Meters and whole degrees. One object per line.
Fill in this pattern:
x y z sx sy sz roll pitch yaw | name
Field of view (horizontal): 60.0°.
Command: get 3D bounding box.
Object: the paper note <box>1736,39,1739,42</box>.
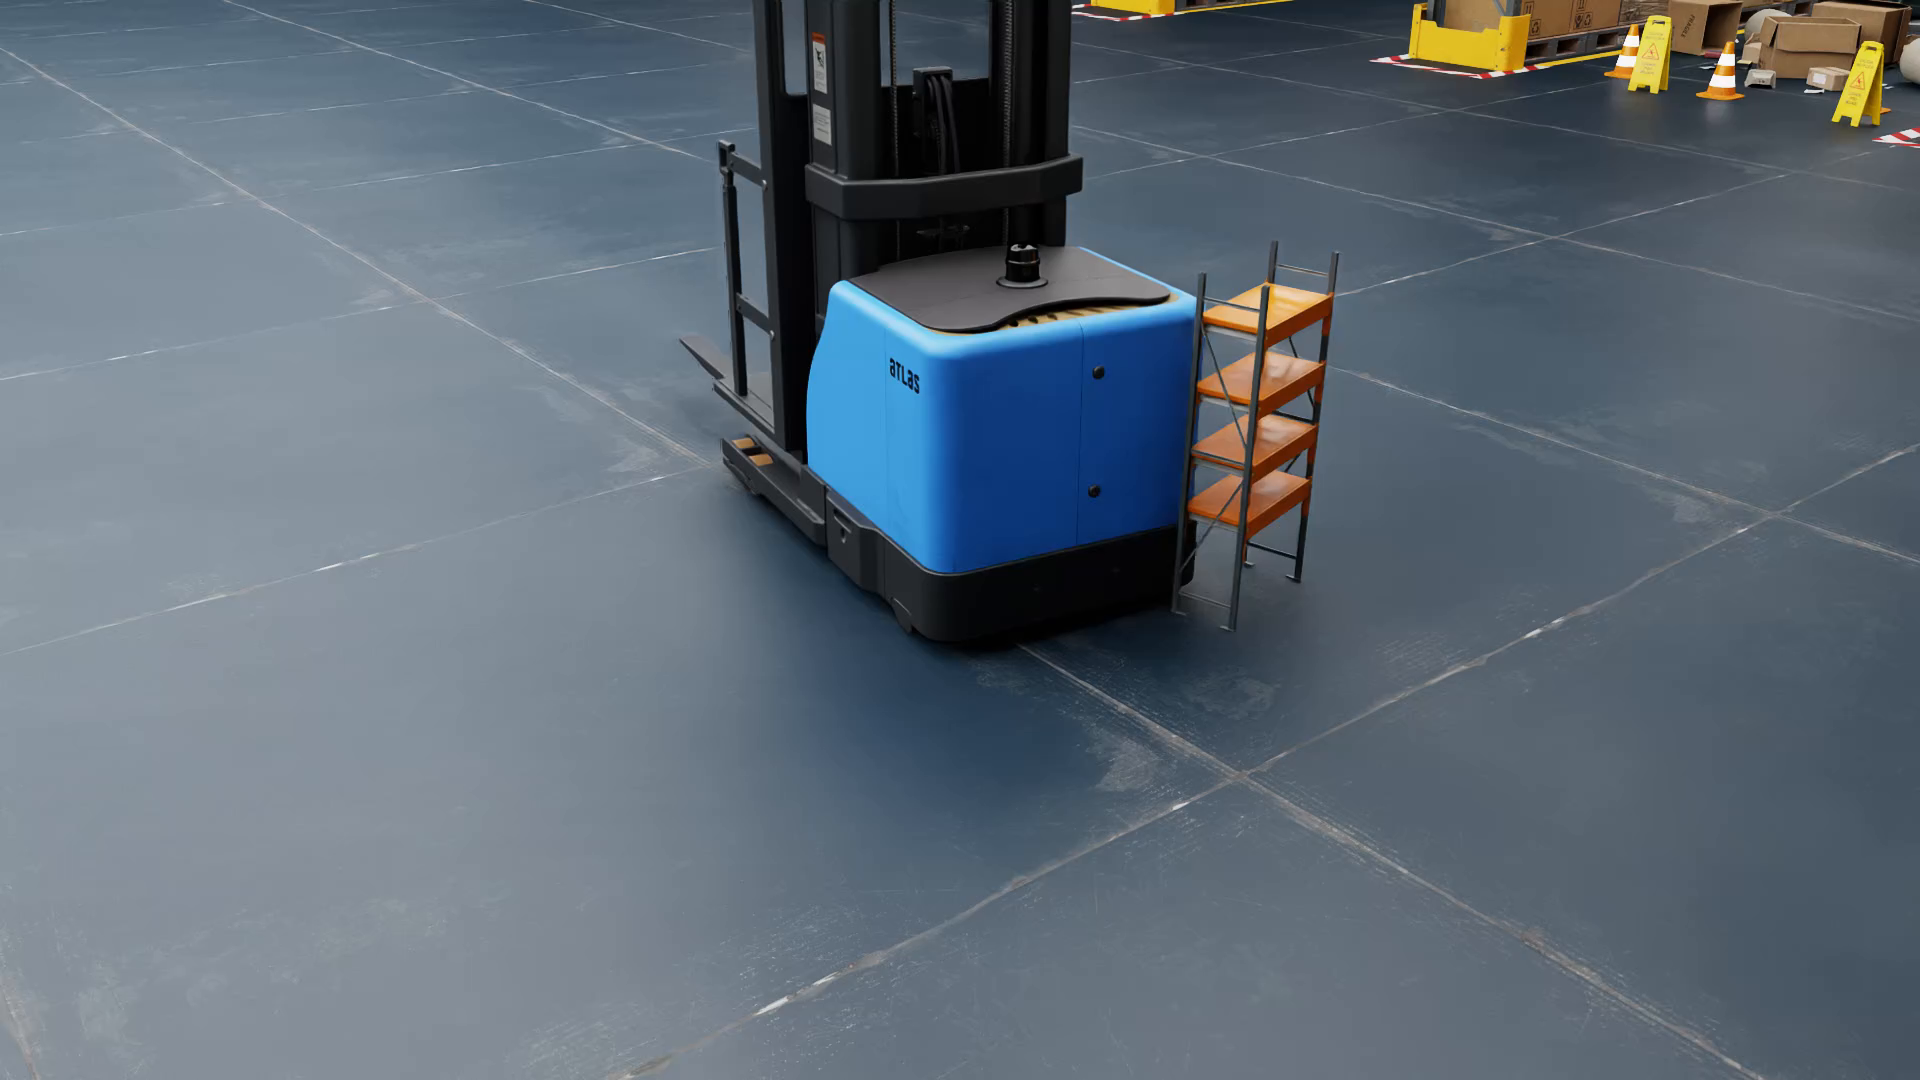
8.173 -5.294 17.620 0.147 0.020 0.142 5 25 11 | paper note

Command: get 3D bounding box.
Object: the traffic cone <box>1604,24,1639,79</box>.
6.290 -4.593 15.597 0.334 0.463 0.336 -18 31 -34 | traffic cone

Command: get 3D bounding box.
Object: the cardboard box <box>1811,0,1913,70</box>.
8.681 -4.932 16.119 0.503 0.637 0.797 -18 31 -34 | cardboard box

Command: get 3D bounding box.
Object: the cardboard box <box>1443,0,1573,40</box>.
5.489 -5.501 16.565 0.875 0.875 0.875 -18 30 -34 | cardboard box

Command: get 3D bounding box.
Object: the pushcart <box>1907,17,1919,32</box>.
9.831 -5.055 16.693 1.648 0.377 0.936 15 29 29 | pushcart

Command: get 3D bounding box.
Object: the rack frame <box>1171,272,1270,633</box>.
0.835 -0.263 5.385 0.240 1.200 0.015 19 31 32 | rack frame

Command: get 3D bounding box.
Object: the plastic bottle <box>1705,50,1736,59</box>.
7.605 -4.843 16.613 0.283 0.061 0.133 15 29 29 | plastic bottle

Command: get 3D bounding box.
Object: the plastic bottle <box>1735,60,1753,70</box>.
7.588 -4.603 16.096 0.133 0.061 0.283 15 29 29 | plastic bottle

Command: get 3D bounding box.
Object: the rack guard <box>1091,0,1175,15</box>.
2.075 -6.631 19.945 0.348 0.500 1.175 -18 31 -34 | rack guard

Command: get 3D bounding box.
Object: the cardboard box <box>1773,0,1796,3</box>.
9.338 -6.726 19.352 0.750 0.750 1.050 -18 31 -34 | cardboard box

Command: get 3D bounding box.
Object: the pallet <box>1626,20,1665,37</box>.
7.497 -5.679 18.235 1.213 0.211 1.003 -18 31 -34 | pallet

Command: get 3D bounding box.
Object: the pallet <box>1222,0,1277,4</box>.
3.695 -7.015 21.114 1.213 0.211 1.003 -18 31 -34 | pallet

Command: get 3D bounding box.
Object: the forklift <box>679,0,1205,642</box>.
-0.314 -1.585 6.184 1.130 2.935 3.031 -12 28 -25 | forklift

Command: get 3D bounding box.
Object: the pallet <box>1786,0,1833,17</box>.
9.665 -6.394 19.777 1.213 0.211 1.003 -18 31 -34 | pallet

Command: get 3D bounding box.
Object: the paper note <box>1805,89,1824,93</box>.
7.645 -4.021 14.877 0.148 0.019 0.142 15 29 29 | paper note

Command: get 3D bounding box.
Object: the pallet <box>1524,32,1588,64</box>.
5.577 -5.045 16.870 1.213 0.211 1.003 -18 31 -34 | pallet

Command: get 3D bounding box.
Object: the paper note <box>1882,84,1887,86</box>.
8.406 -4.187 15.248 0.142 0.019 0.148 -8 26 -16 | paper note

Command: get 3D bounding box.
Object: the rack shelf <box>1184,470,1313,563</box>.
0.976 -0.106 5.677 0.258 0.148 0.480 19 31 32 | rack shelf

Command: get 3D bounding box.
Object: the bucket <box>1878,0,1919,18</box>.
9.459 -5.521 16.665 0.620 0.611 0.726 2 23 -21 | bucket

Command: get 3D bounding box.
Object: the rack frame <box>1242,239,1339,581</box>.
1.126 -0.428 5.740 0.240 1.200 0.015 19 31 32 | rack frame

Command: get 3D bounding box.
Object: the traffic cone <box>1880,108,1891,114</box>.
7.672 -3.851 13.998 0.334 0.463 0.336 -18 31 -34 | traffic cone

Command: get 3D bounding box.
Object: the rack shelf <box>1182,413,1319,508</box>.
0.979 -0.285 5.592 0.258 0.148 0.480 19 31 32 | rack shelf

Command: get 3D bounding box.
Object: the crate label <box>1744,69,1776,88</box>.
7.300 -4.207 15.153 0.250 0.136 0.298 10 27 20 | crate label

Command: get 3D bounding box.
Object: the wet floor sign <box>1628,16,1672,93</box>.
6.195 -4.345 14.845 0.267 0.644 0.232 21 32 37 | wet floor sign

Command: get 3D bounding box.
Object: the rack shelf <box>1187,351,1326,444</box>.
0.983 -0.487 5.495 0.258 0.148 0.480 19 31 32 | rack shelf

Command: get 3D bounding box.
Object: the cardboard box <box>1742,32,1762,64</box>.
7.927 -4.818 16.317 0.258 0.266 0.396 -13 28 -25 | cardboard box

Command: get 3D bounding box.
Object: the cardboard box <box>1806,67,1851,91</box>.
7.914 -4.179 15.078 0.250 0.149 0.380 -3 25 -7 | cardboard box

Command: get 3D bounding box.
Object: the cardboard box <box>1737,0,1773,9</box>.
8.577 -6.476 18.815 0.750 0.750 1.050 -18 31 -34 | cardboard box

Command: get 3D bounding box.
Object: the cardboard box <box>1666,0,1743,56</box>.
7.555 -5.239 16.942 0.500 0.500 0.500 -13 28 -25 | cardboard box

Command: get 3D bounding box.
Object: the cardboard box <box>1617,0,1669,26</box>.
6.898 -5.966 17.568 0.875 0.875 0.875 -18 30 -34 | cardboard box

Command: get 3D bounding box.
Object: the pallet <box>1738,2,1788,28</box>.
8.704 -6.076 19.091 1.213 0.211 1.003 -18 31 -34 | pallet

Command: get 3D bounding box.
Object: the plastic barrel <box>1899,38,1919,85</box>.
8.821 -4.332 15.082 0.421 0.421 0.512 1 25 2 | plastic barrel

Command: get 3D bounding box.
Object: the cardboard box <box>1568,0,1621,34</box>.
6.180 -5.730 17.059 0.875 0.875 0.875 -19 31 -35 | cardboard box

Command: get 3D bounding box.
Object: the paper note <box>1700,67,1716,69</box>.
7.245 -4.563 16.047 0.142 0.017 0.144 -8 26 -16 | paper note

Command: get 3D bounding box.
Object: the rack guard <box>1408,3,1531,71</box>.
4.977 -4.936 16.292 0.348 0.500 1.175 -18 31 -34 | rack guard

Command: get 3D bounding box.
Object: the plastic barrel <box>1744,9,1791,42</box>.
8.197 -5.144 16.830 0.421 0.421 0.512 1 25 2 | plastic barrel

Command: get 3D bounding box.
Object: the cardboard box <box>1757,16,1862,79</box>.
7.950 -4.625 15.618 0.797 0.503 0.637 5 25 11 | cardboard box

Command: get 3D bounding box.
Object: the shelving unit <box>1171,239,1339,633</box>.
0.981 -0.346 5.562 0.258 1.200 0.503 19 31 32 | shelving unit

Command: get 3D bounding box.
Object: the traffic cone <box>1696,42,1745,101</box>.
6.720 -4.130 14.600 0.334 0.463 0.336 -18 31 -34 | traffic cone

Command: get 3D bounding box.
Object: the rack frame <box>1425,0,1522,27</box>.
4.996 -6.076 15.779 0.127 3.000 1.000 -18 31 -34 | rack frame

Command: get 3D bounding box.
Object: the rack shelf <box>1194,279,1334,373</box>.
0.987 -0.700 5.393 0.258 0.148 0.480 19 31 32 | rack shelf

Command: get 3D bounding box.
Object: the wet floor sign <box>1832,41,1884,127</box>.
7.320 -3.700 13.455 0.232 0.644 0.267 -8 26 -16 | wet floor sign

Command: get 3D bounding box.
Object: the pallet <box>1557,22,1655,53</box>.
6.536 -5.360 17.549 1.213 0.211 1.003 -18 31 -34 | pallet

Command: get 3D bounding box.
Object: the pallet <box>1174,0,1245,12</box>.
2.736 -6.700 20.435 1.213 0.211 1.003 -18 31 -34 | pallet

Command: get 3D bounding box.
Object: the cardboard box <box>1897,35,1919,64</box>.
9.312 -4.761 16.193 0.258 0.266 0.396 5 25 11 | cardboard box
